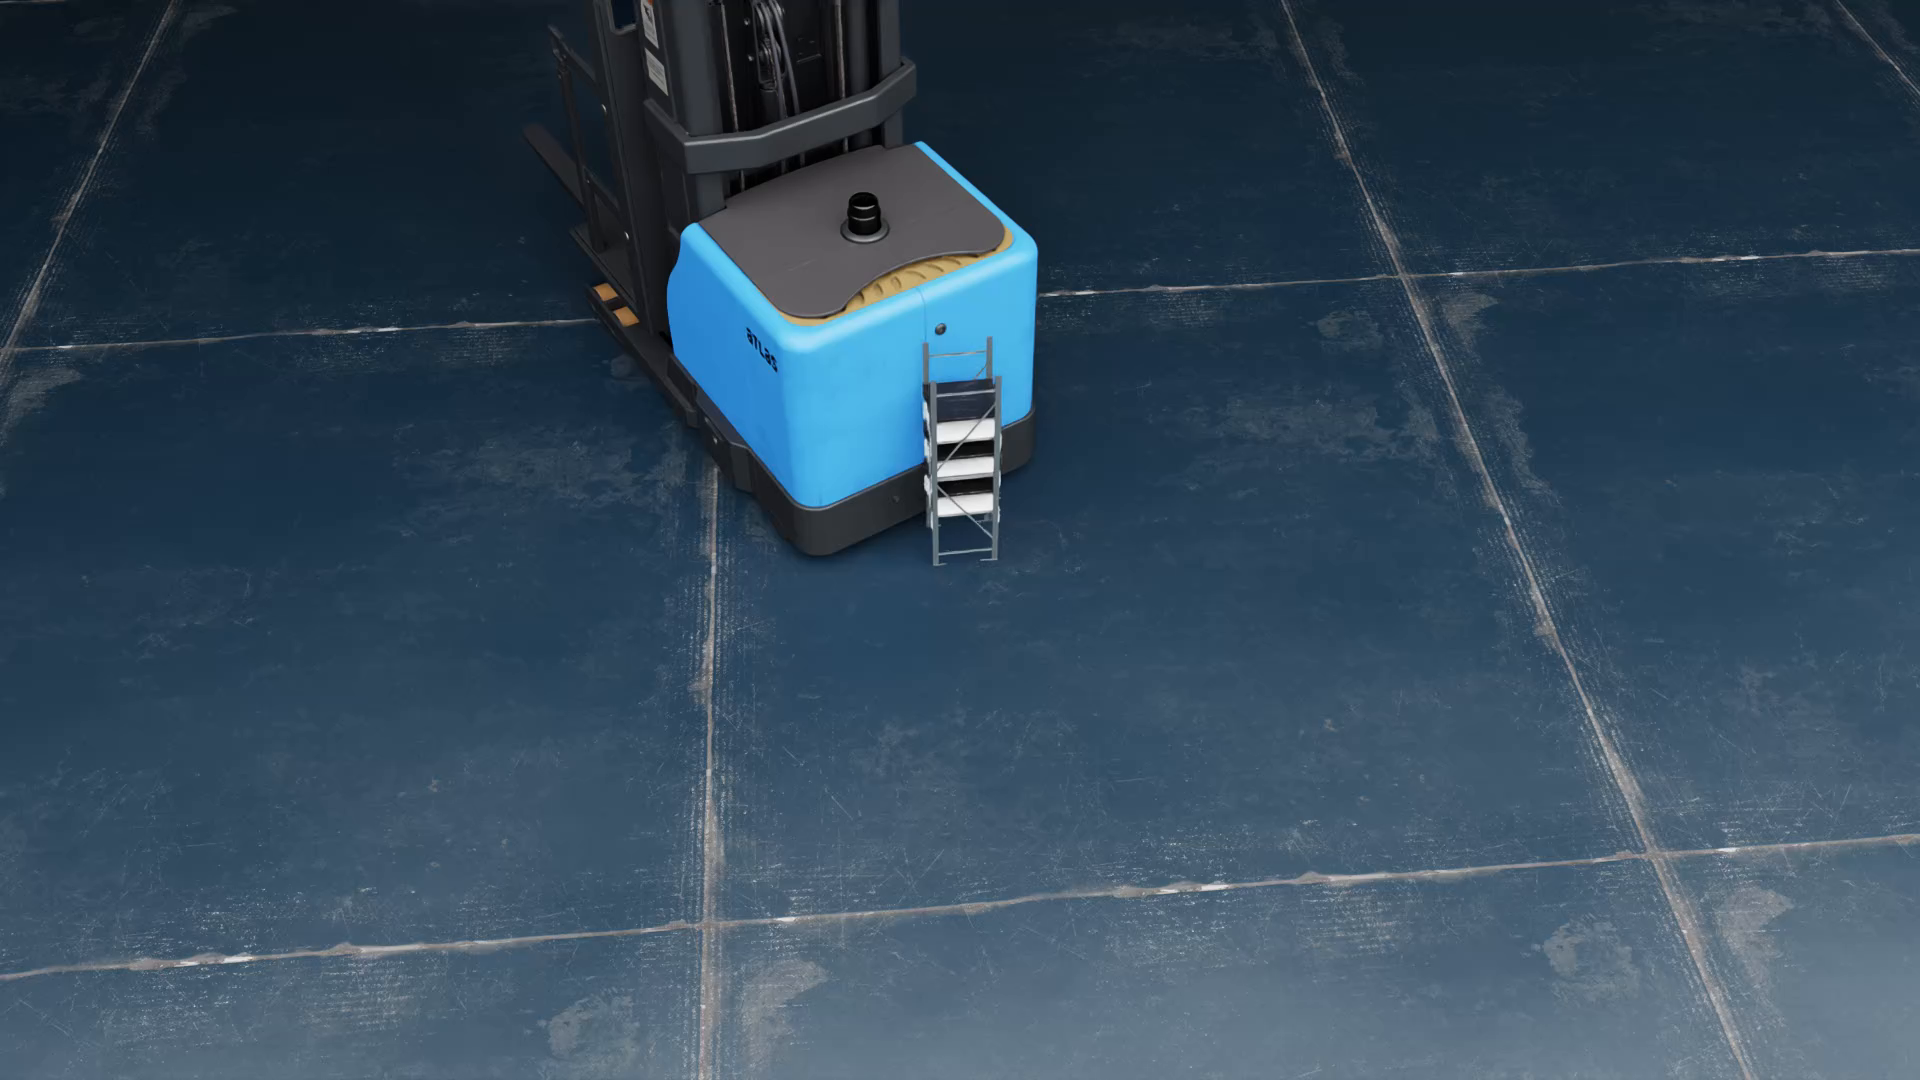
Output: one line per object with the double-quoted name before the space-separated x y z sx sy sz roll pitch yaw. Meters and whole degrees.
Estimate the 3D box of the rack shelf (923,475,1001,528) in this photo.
"rack shelf" 0.006 -0.151 6.067 0.258 0.077 0.200 -6 47 -5

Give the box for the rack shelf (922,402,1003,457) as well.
"rack shelf" 0.006 -0.399 5.806 0.258 0.077 0.200 -6 47 -5

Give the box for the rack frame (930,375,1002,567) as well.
"rack frame" 0.020 -0.225 5.843 0.240 0.900 0.006 -6 47 -5

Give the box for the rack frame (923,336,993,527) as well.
"rack frame" -0.008 -0.371 5.981 0.240 0.900 0.006 -6 47 -5

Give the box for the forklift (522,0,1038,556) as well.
"forklift" -0.939 -1.998 6.124 1.130 2.935 3.031 -25 52 -22

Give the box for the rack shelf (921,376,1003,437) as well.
"rack shelf" 0.006 -0.461 5.740 0.258 0.077 0.200 -6 47 -5

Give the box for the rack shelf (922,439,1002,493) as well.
"rack shelf" 0.006 -0.275 5.936 0.258 0.077 0.200 -6 47 -5

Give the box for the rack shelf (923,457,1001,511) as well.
"rack shelf" 0.006 -0.213 6.002 0.258 0.077 0.200 -6 47 -5

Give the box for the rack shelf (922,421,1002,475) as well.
"rack shelf" 0.006 -0.337 5.871 0.258 0.077 0.200 -6 47 -5

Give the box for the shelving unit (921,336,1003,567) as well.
"shelving unit" 0.006 -0.298 5.912 0.258 0.900 0.210 -6 47 -5
